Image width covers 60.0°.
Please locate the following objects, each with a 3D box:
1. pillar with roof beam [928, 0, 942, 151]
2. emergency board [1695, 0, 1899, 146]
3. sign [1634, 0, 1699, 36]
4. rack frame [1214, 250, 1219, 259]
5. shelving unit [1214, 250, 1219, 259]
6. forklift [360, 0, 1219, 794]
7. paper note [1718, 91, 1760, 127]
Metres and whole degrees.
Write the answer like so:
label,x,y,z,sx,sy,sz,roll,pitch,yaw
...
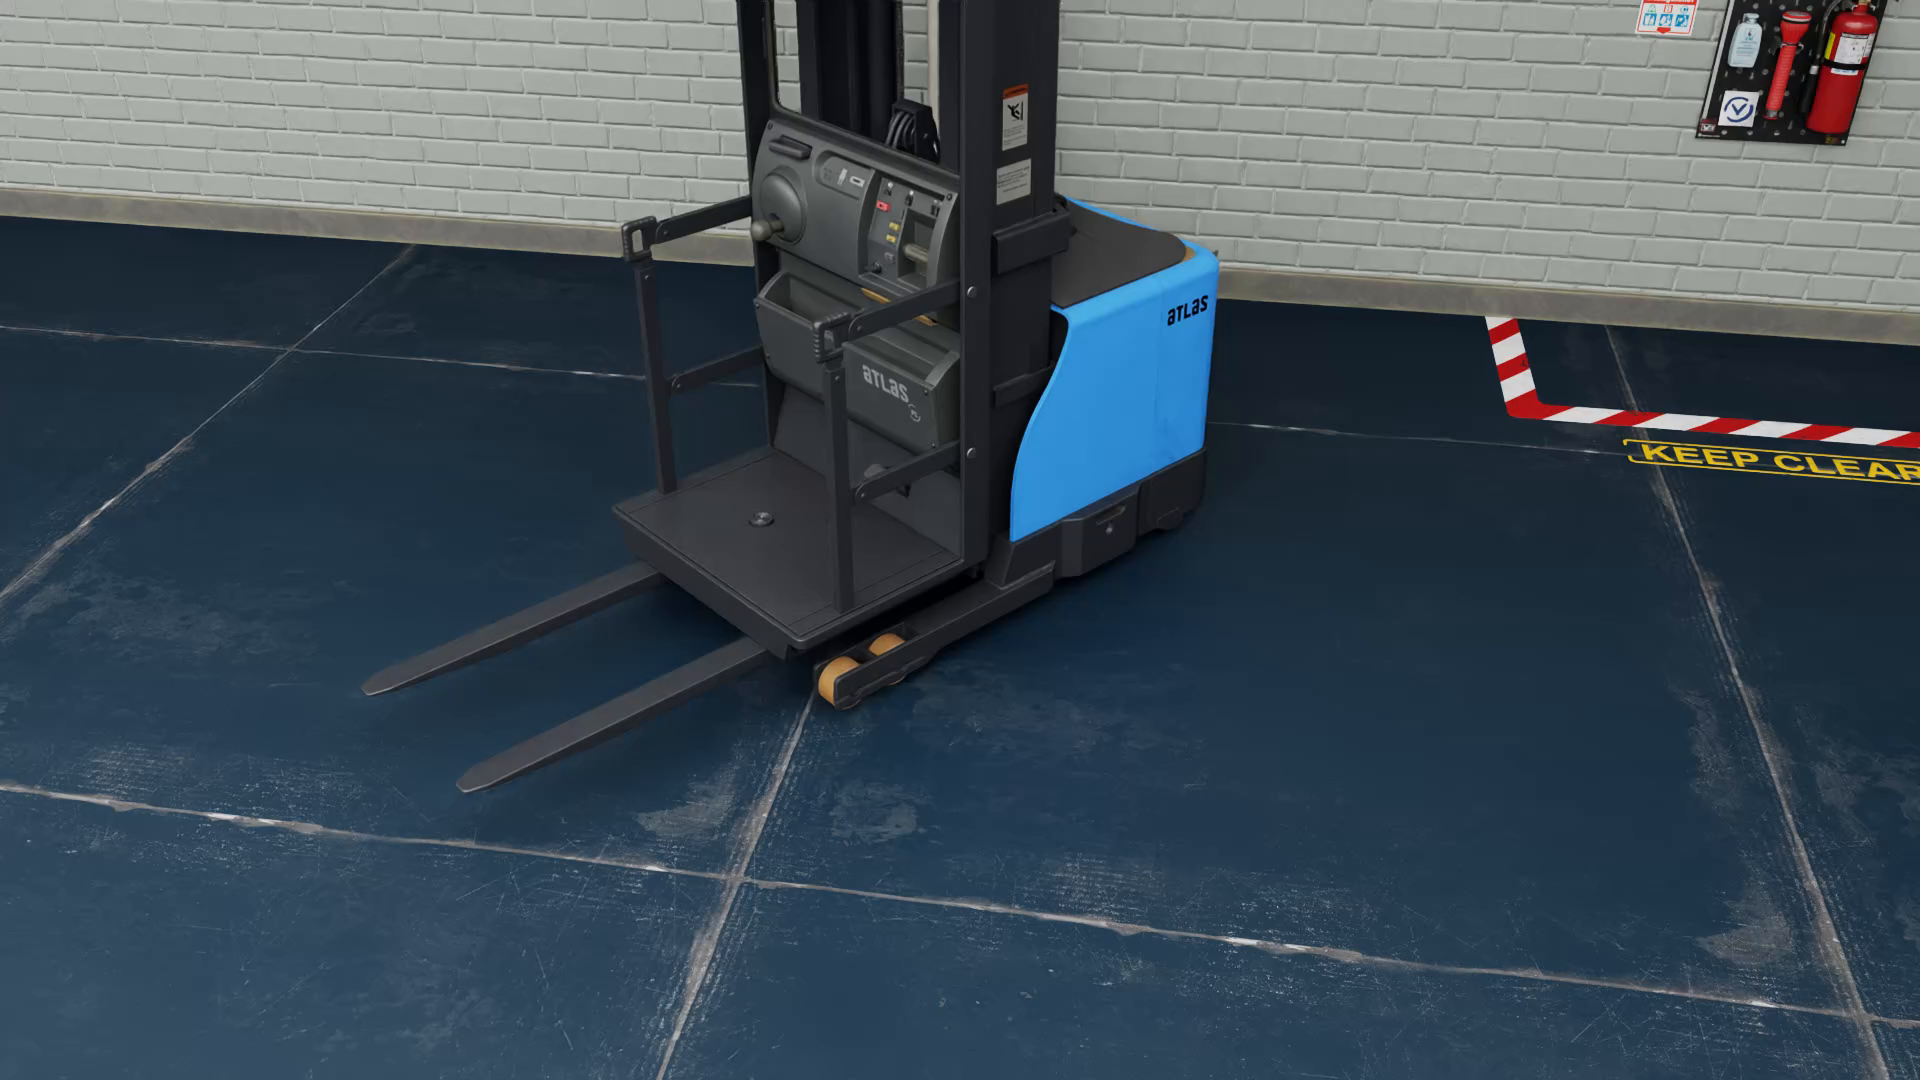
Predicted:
label,x,y,z,sx,sy,sz,roll,pitch,yaw
pillar with roof beam,-0.645,-2.790,2.226,0.400,9.000,9.100,5,32,8
emergency board,3.564,-2.204,6.944,0.643,1.169,0.194,5,32,8
sign,3.036,-2.322,7.099,0.234,0.329,0.001,5,32,8
rack frame,0.891,-0.673,6.474,0.006,0.900,0.240,27,40,35
shelving unit,0.817,-0.711,6.532,0.210,0.900,0.258,27,40,35
forklift,-0.499,-1.010,5.101,3.031,2.935,1.130,-26,40,-35
paper note,3.401,-1.882,7.260,0.142,0.148,0.016,5,32,8
